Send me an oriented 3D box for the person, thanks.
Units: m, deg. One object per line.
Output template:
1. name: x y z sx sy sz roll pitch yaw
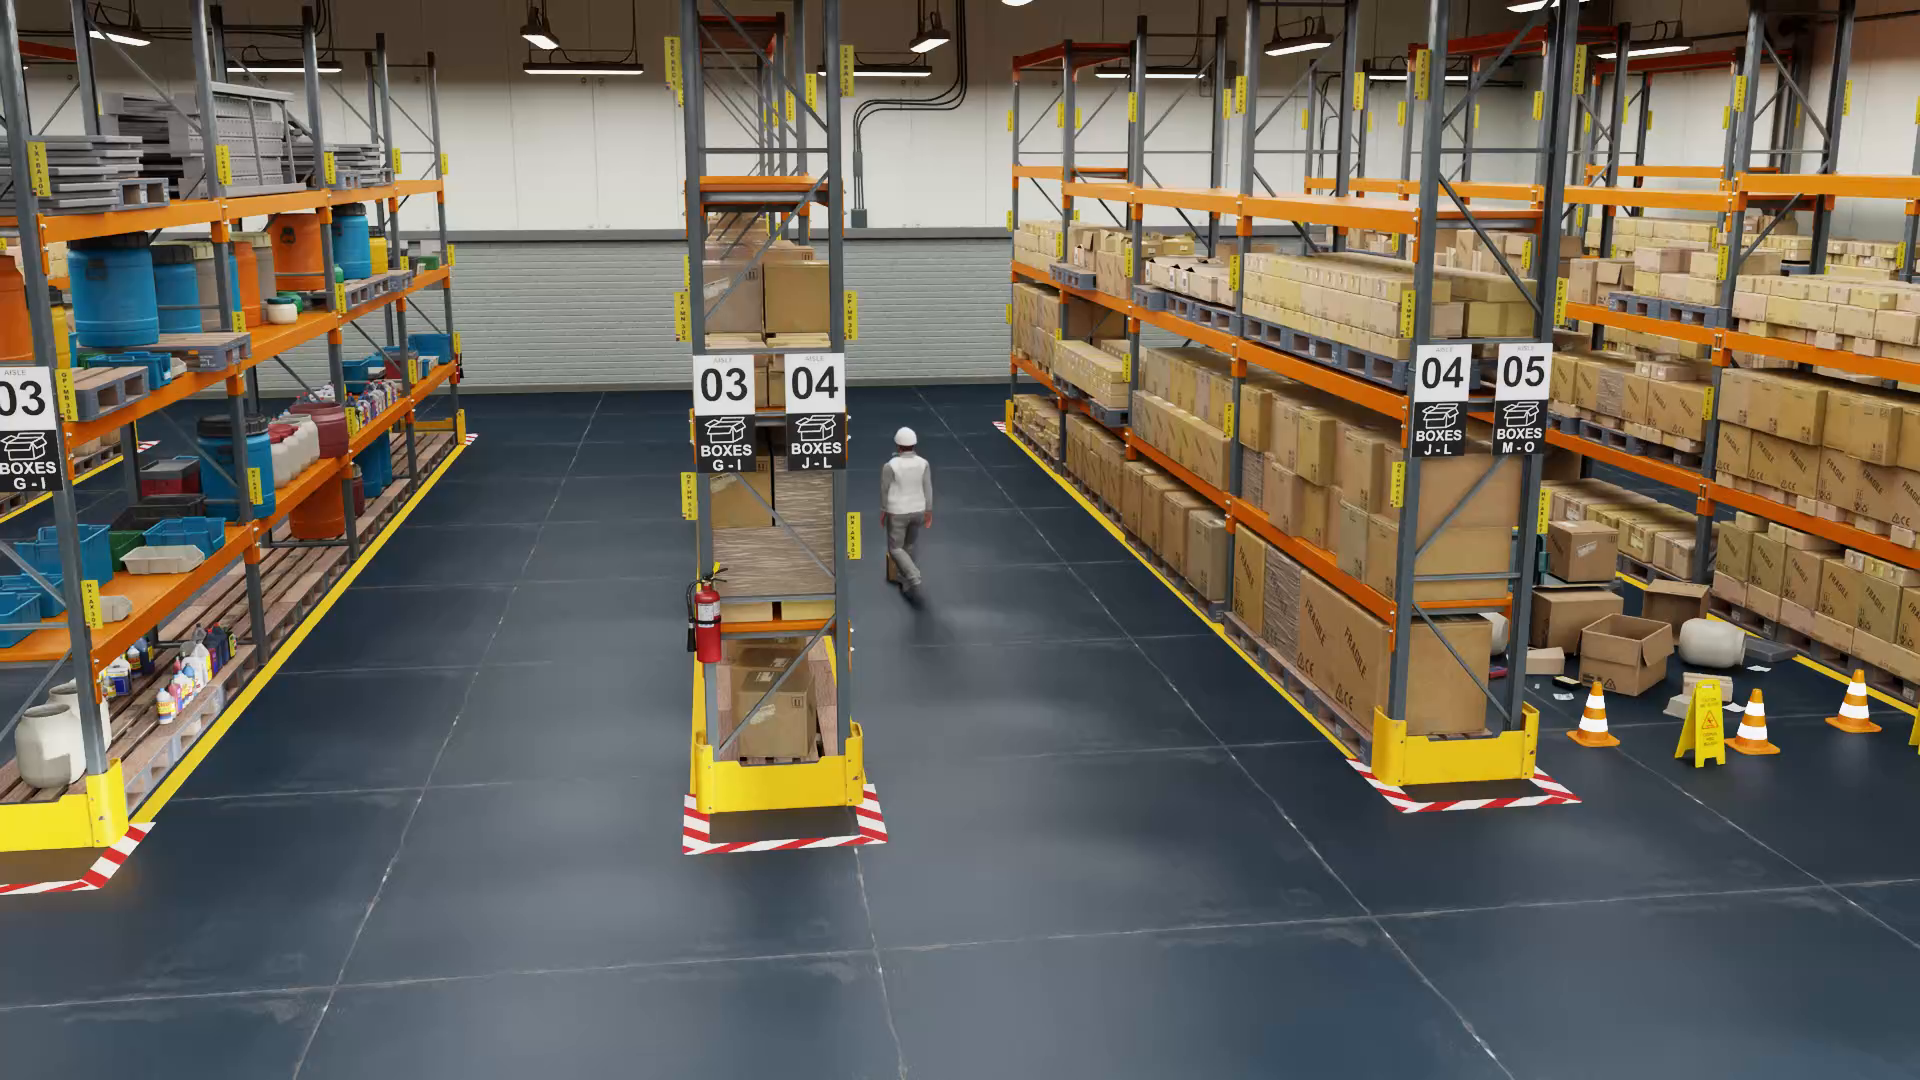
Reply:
1. person: -5.347 -2.267 16.732 8.750 5.793 10.837 -7 15 -29
